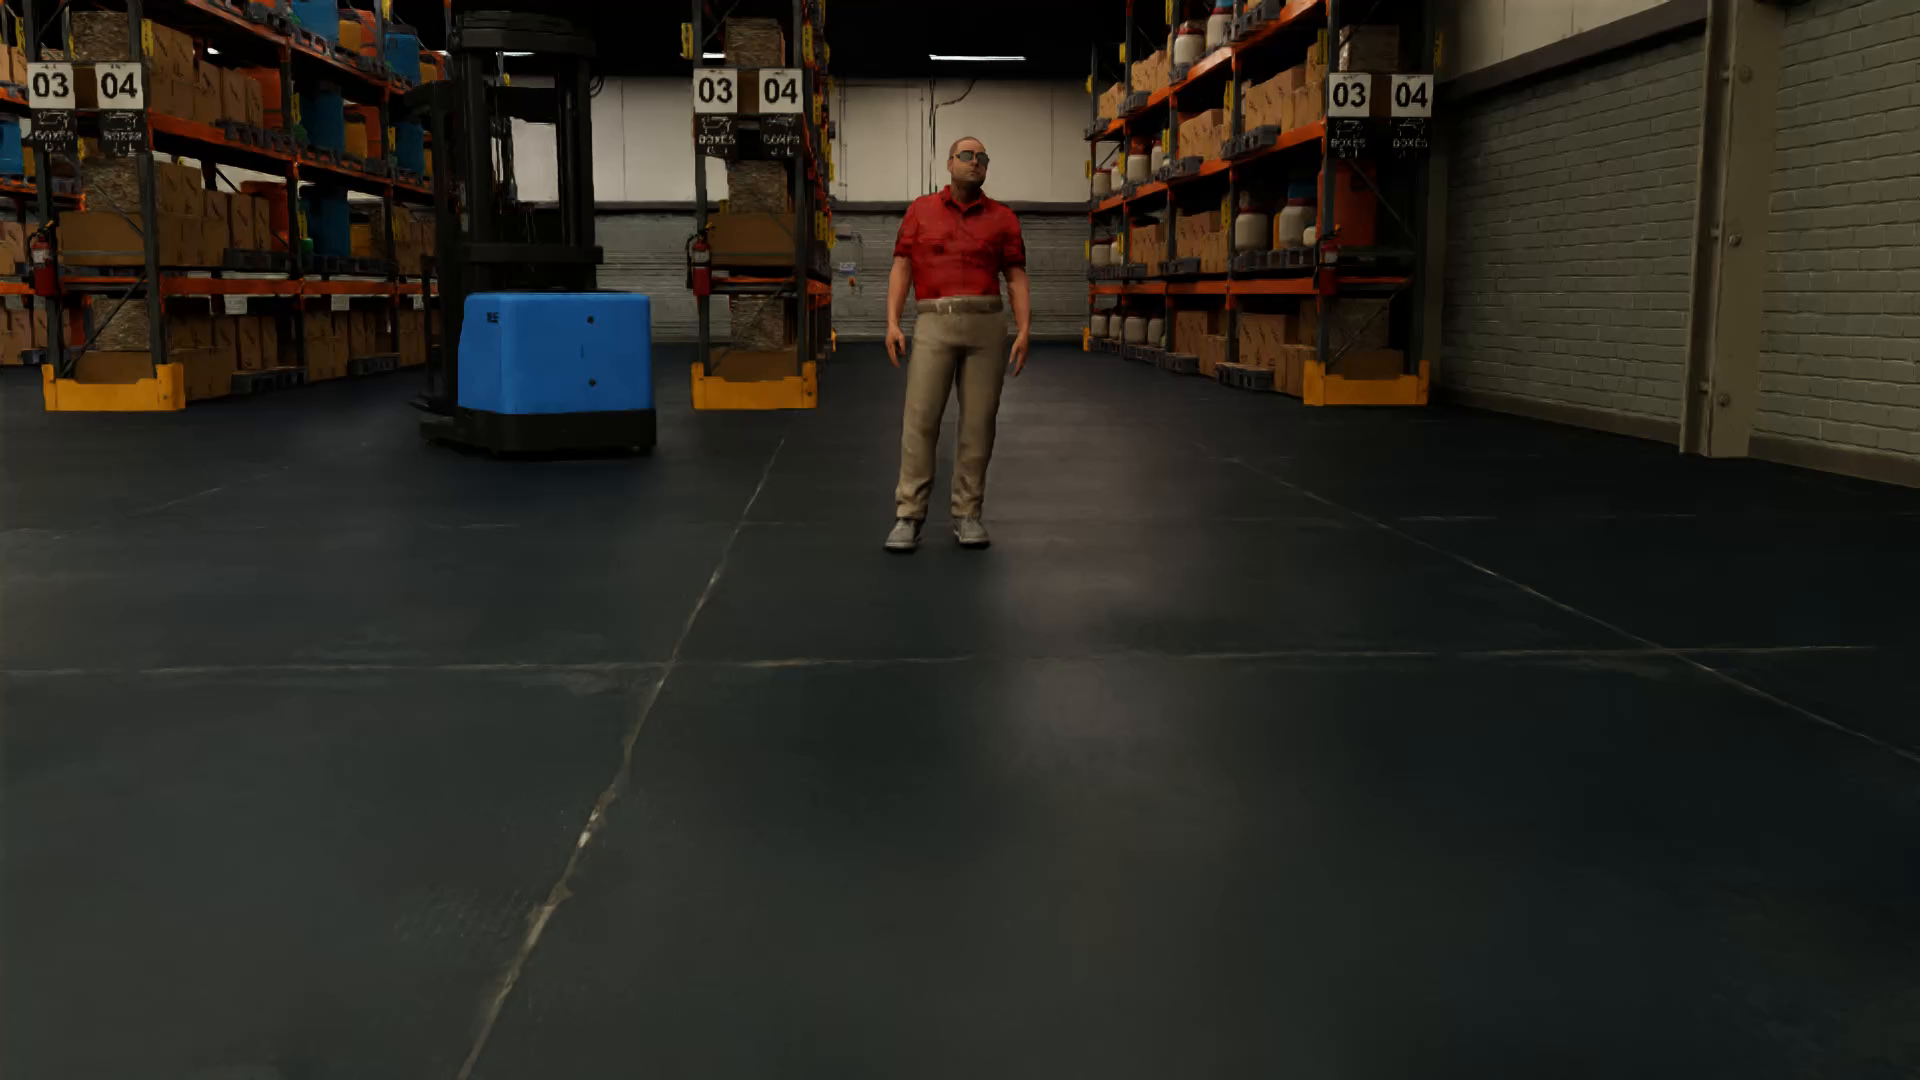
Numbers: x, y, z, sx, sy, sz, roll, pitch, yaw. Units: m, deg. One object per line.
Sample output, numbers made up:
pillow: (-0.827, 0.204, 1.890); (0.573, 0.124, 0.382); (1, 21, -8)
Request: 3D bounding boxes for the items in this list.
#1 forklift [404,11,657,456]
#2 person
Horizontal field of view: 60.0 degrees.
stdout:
forklift: (-3.266, -2.164, 11.905); (1.130, 2.935, 3.031); (-5, 10, -33)
person: (-0.006, -0.849, 7.092); (0.640, 1.727, 0.550); (-1, 8, -4)
